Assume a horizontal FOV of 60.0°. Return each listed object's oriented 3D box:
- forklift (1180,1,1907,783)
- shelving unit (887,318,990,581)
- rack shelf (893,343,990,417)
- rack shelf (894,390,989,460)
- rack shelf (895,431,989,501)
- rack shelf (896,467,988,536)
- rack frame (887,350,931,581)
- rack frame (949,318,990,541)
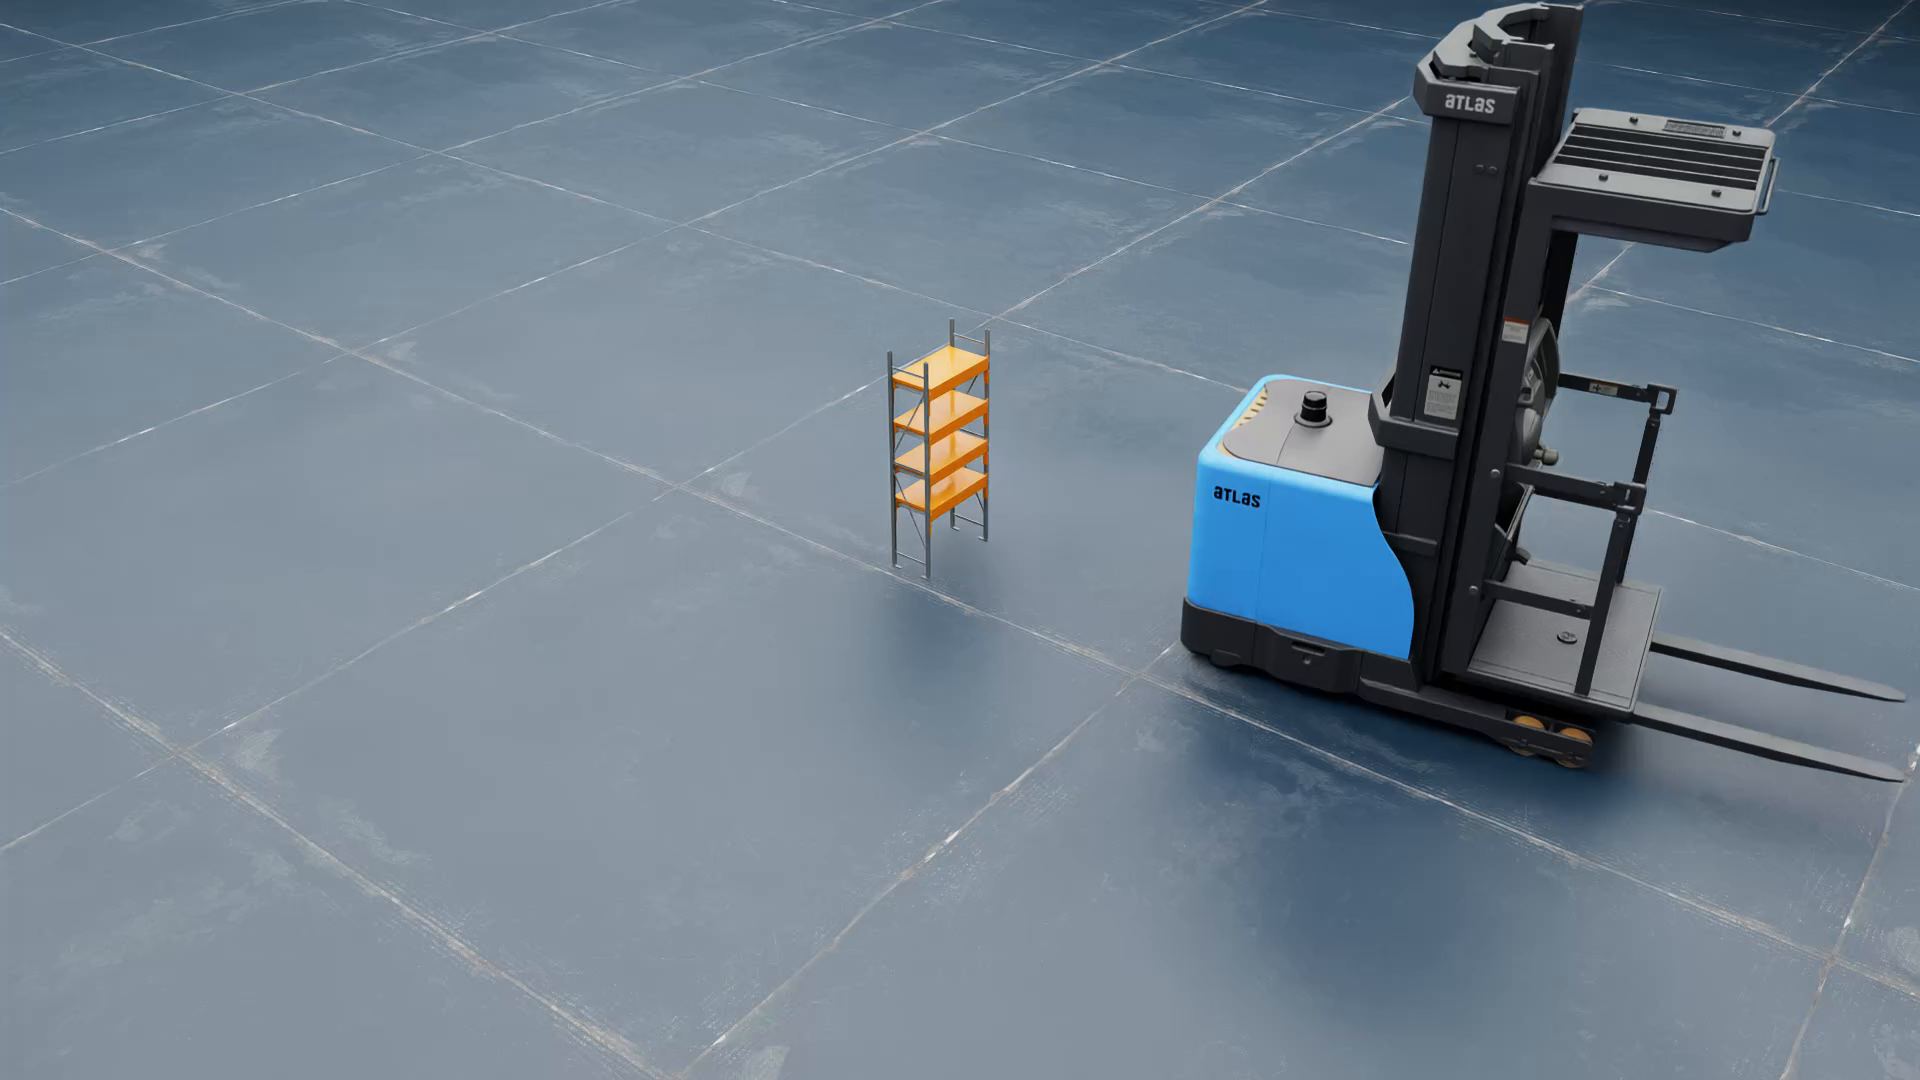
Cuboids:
[{"bbox_3d":[2.588,-0.597,6.883,3.031,2.935,1.130,14,34,23],"label":"forklift"},{"bbox_3d":[-0.100,-0.449,8.331,0.258,1.200,0.503,21,37,31],"label":"shelving unit"},{"bbox_3d":[-0.100,-0.787,8.130,0.258,0.148,0.480,21,37,31],"label":"rack shelf"},{"bbox_3d":[-0.100,-0.583,8.251,0.258,0.148,0.480,21,37,31],"label":"rack shelf"},{"bbox_3d":[-0.100,-0.391,8.365,0.258,0.148,0.480,21,37,31],"label":"rack shelf"},{"bbox_3d":[-0.100,-0.220,8.466,0.258,0.148,0.480,21,37,31],"label":"rack shelf"},{"bbox_3d":[-0.247,-0.350,8.163,0.240,1.200,0.015,21,37,31],"label":"rack frame"},{"bbox_3d":[0.047,-0.548,8.498,0.240,1.200,0.015,21,37,31],"label":"rack frame"}]
